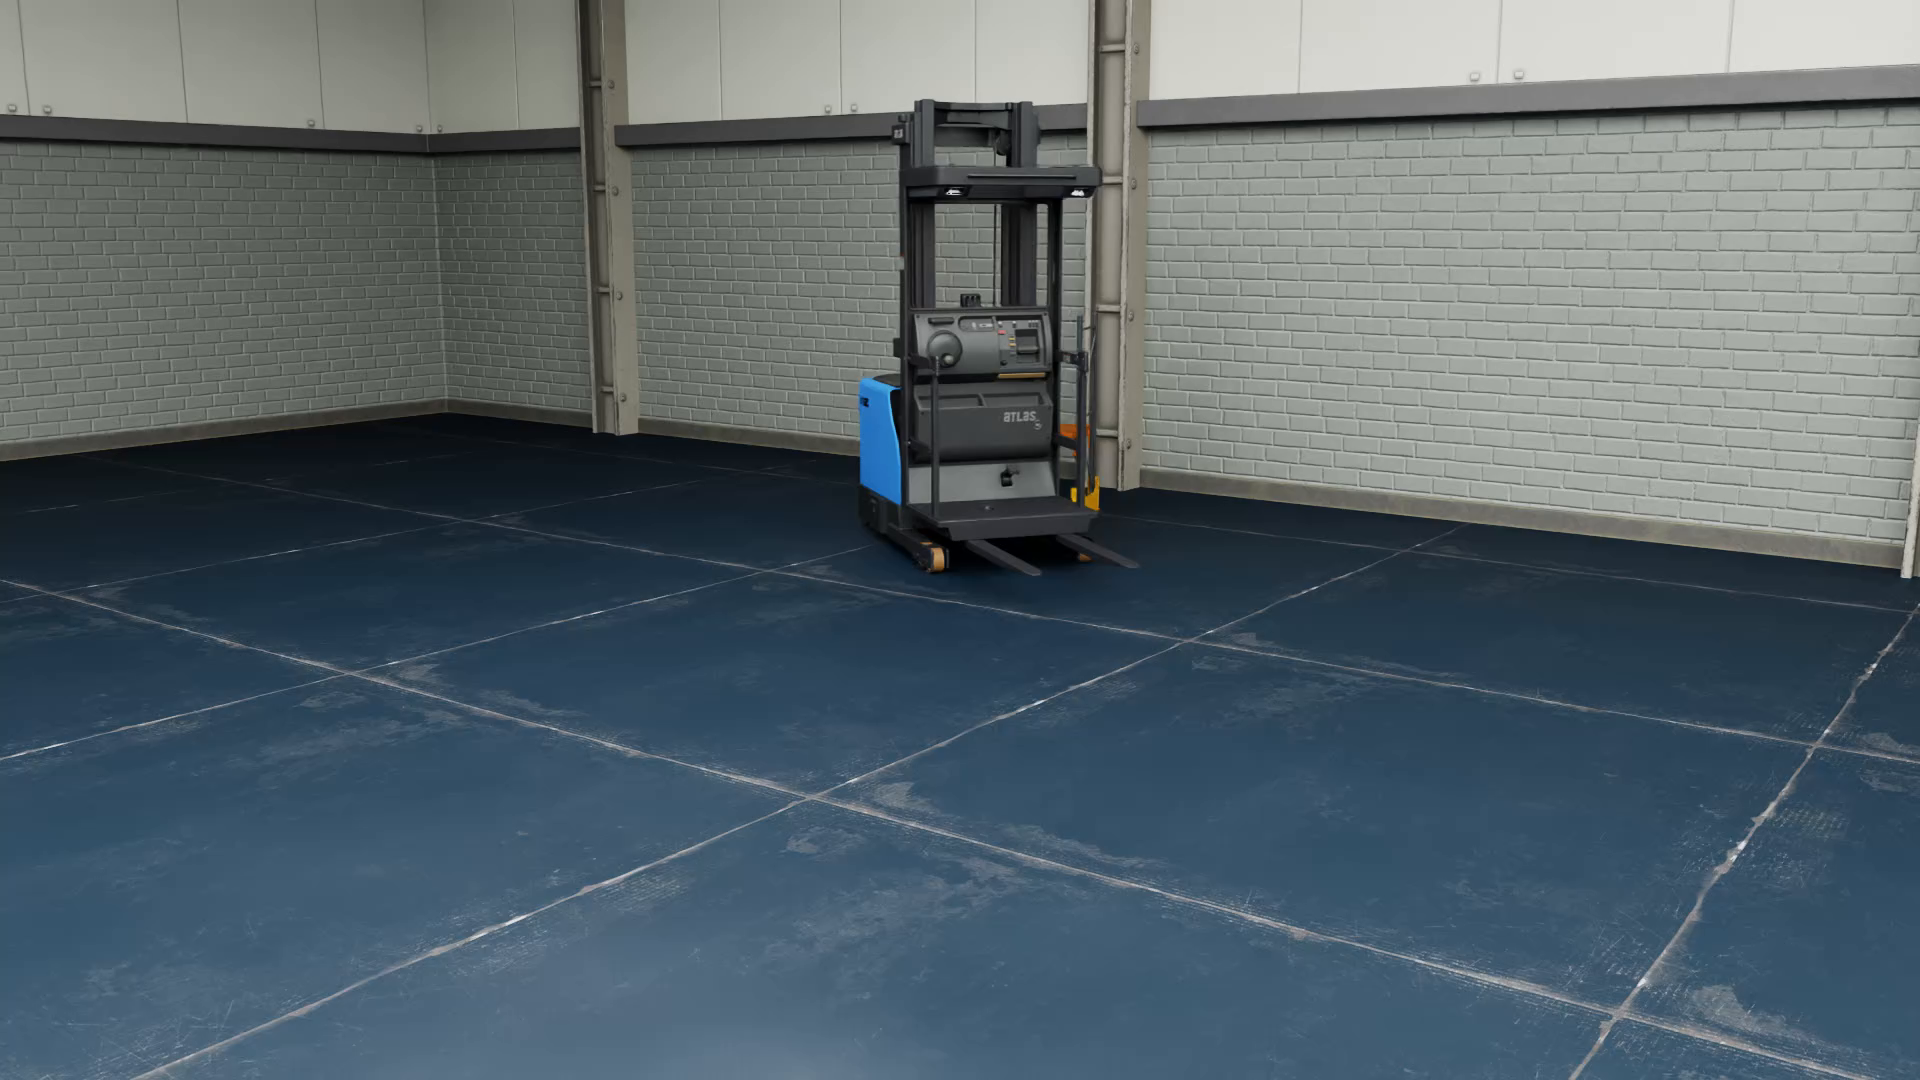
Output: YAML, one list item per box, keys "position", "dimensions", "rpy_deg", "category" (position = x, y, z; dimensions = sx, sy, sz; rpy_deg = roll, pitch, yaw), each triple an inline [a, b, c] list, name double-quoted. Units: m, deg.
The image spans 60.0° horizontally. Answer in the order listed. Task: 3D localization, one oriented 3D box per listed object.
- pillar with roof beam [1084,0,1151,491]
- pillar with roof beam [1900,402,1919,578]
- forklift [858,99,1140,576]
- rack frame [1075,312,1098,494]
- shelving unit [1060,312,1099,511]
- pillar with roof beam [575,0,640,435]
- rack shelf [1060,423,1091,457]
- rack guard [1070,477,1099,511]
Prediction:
- position: [-1.288, -4.204, 9.567]
  dimensions: [0.400, 9.000, 9.100]
  rpy_deg: [8, 13, 36]
  category: "pillar with roof beam"
- position: [3.548, -3.529, 6.080]
  dimensions: [0.400, 9.000, 9.100]
  rpy_deg: [8, 13, 36]
  category: "pillar with roof beam"
- position: [0.225, -1.316, 10.613]
  dimensions: [1.130, 2.935, 3.031]
  rpy_deg: [-4, 12, -19]
  category: "forklift"
- position: [0.938, -0.923, 12.354]
  dimensions: [0.032, 1.500, 0.500]
  rpy_deg: [4, 12, 18]
  category: "rack frame"
- position: [0.464, -0.953, 12.510]
  dimensions: [1.083, 1.500, 0.587]
  rpy_deg: [4, 12, 18]
  category: "shelving unit"
- position: [-6.124, -4.878, 13.054]
  dimensions: [0.400, 9.000, 9.100]
  rpy_deg: [8, 13, 36]
  category: "pillar with roof beam"
- position: [0.456, -0.777, 12.547]
  dimensions: [1.000, 0.185, 0.538]
  rpy_deg: [4, 12, 18]
  category: "rack shelf"
- position: [0.937, -0.310, 12.473]
  dimensions: [0.087, 0.250, 0.587]
  rpy_deg: [4, 12, 18]
  category: "rack guard"
